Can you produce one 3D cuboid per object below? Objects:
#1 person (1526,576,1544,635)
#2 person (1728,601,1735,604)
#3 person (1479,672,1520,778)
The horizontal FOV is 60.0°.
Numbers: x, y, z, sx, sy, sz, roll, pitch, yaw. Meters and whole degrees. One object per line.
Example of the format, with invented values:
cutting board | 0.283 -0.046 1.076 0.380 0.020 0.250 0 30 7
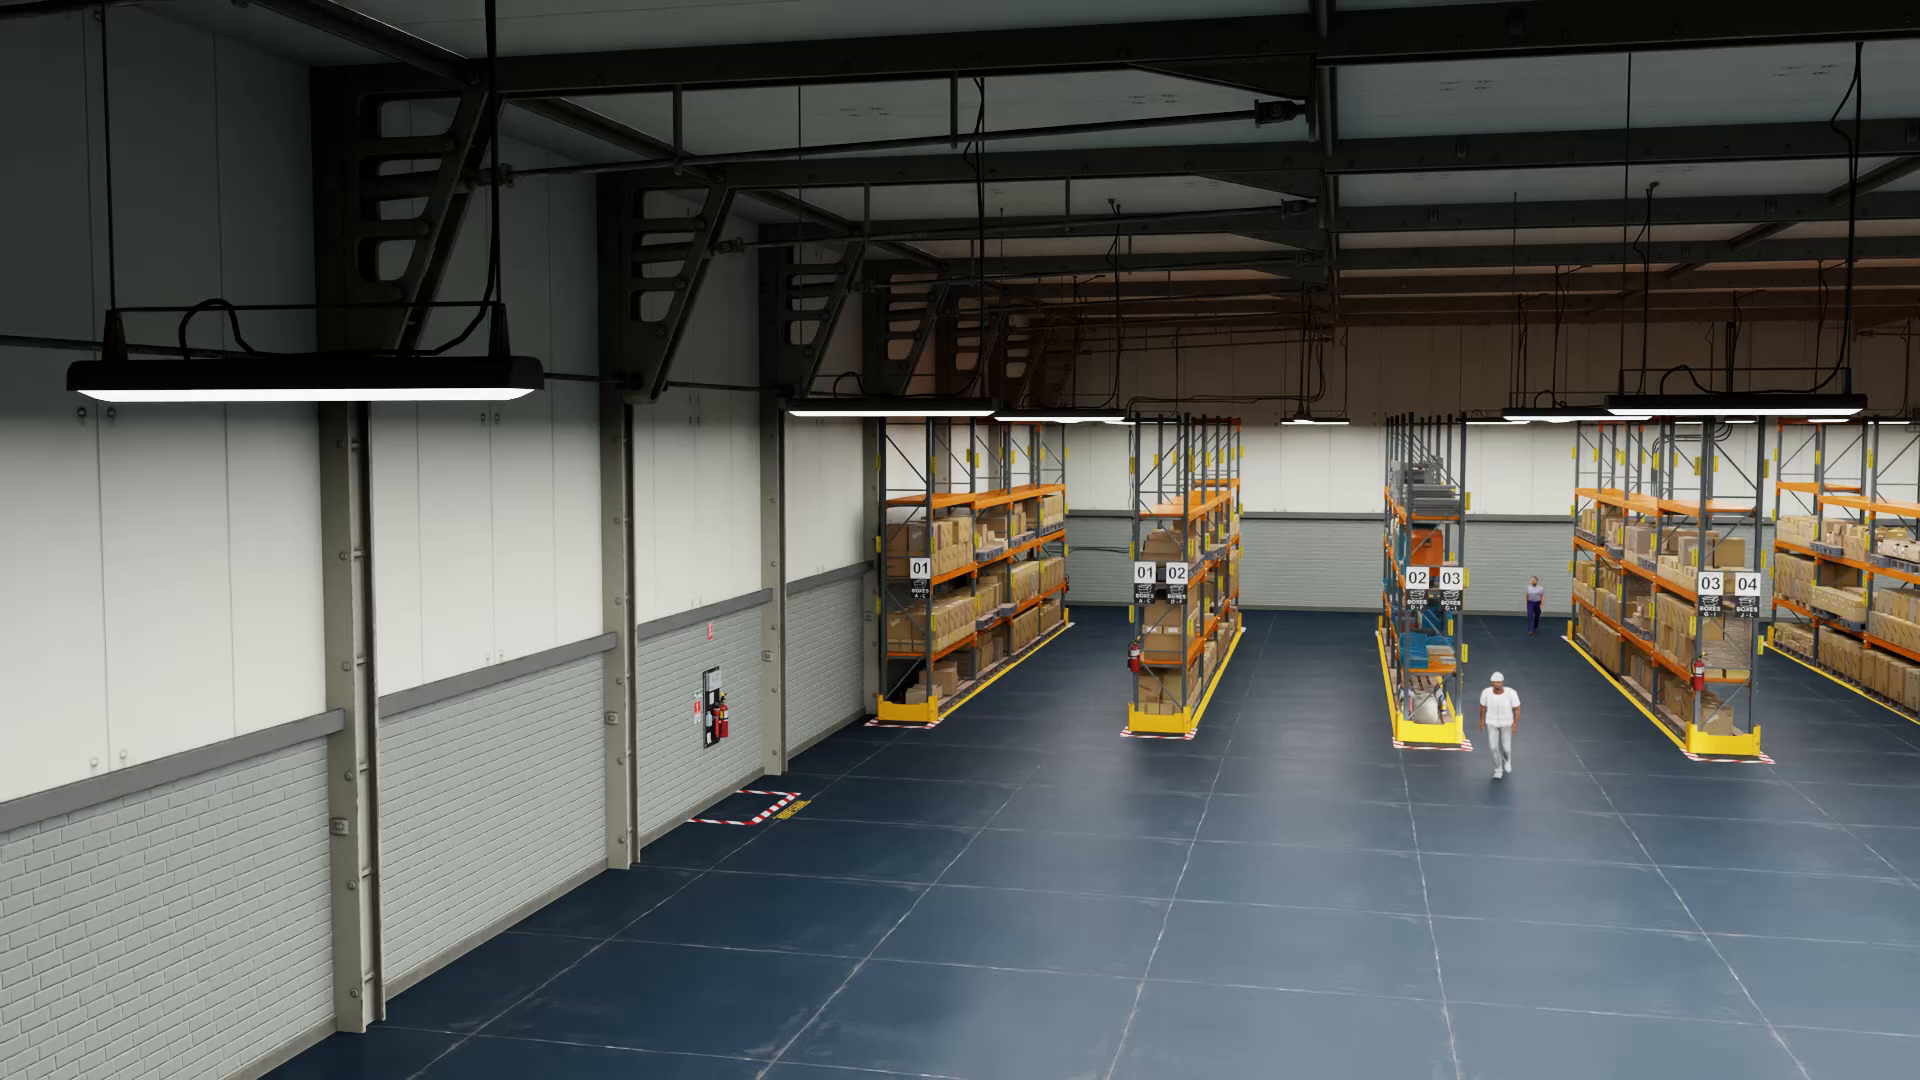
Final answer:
person | 15.877 1.800 45.894 0.467 1.586 1.030 1 4 14
person | 20.750 1.915 44.611 0.655 1.549 0.454 -1 4 -18
person | 8.855 3.011 27.277 0.636 1.739 0.678 2 4 24
